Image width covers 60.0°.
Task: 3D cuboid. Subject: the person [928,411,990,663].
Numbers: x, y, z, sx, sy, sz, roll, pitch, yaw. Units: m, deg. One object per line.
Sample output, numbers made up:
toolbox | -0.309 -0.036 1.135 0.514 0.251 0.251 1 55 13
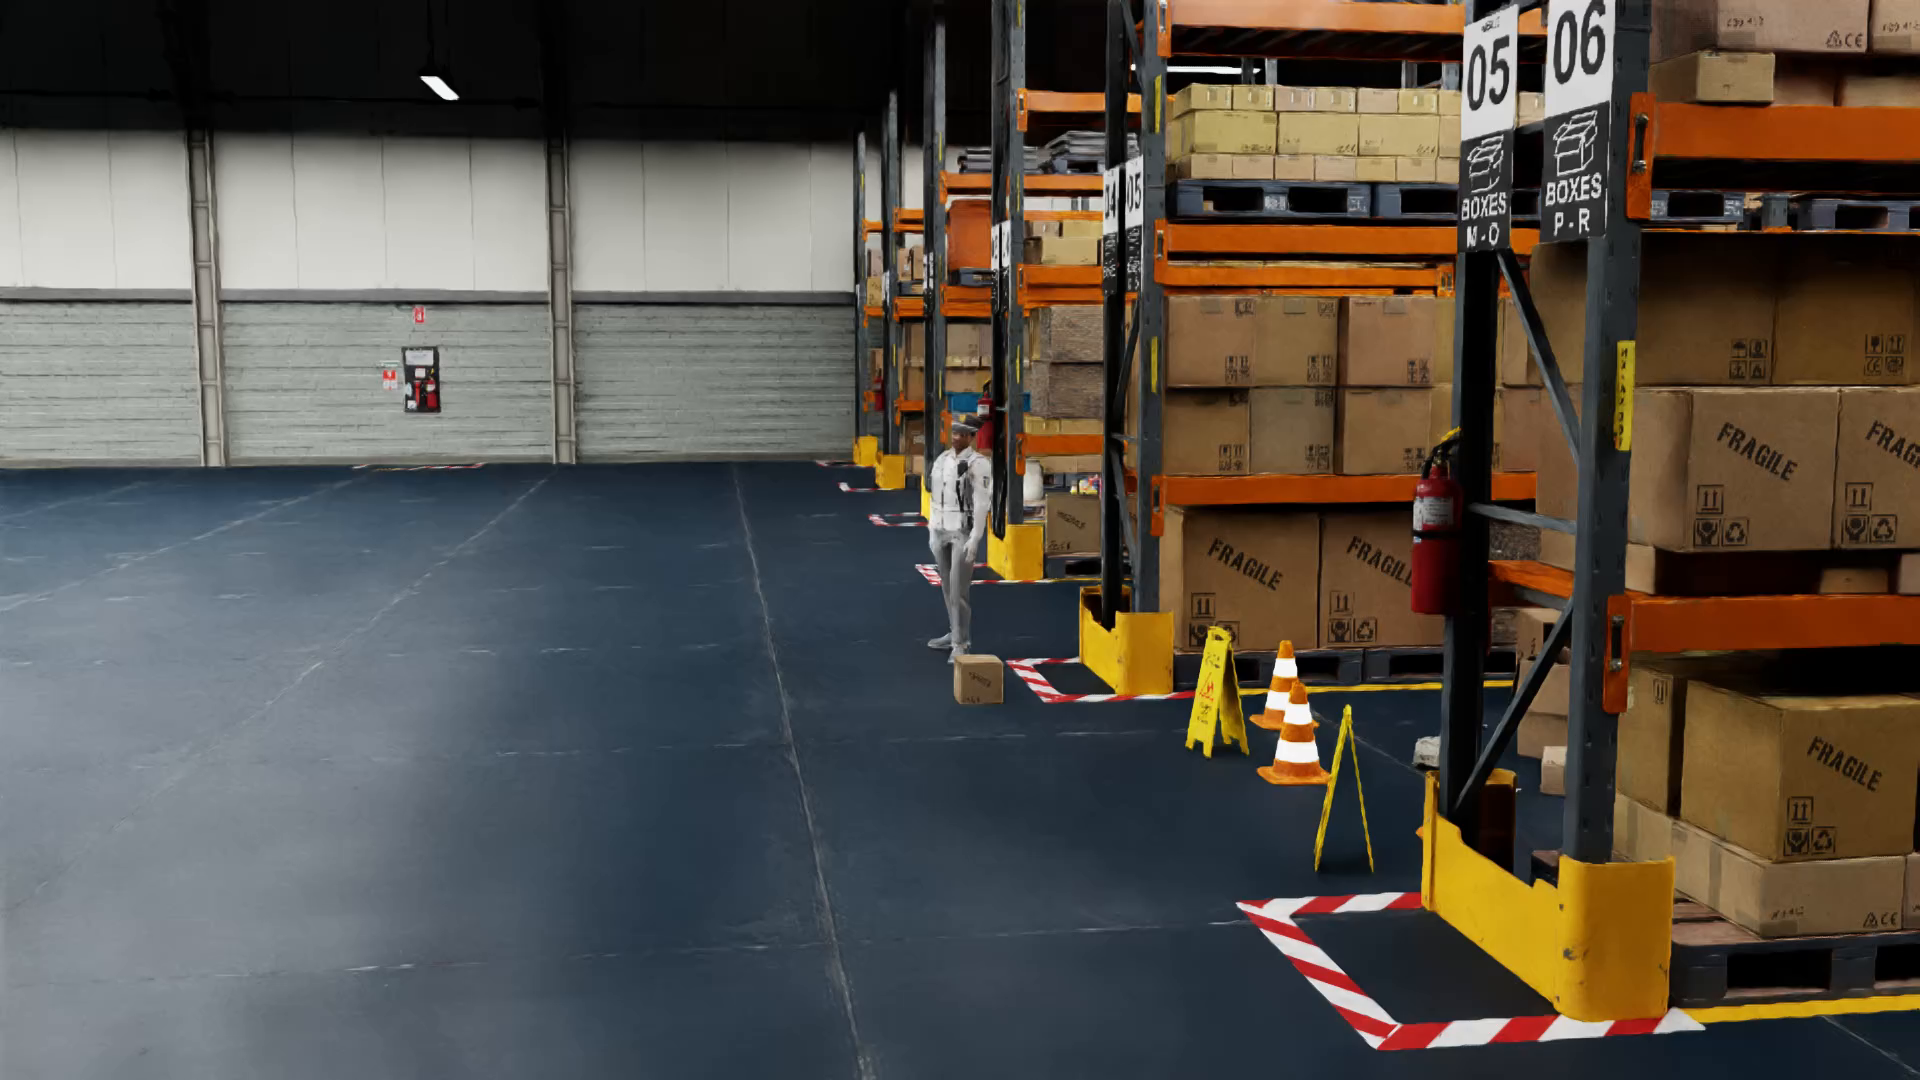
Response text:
person | -0.030 -0.038 11.178 0.596 1.664 0.478 6 9 44
